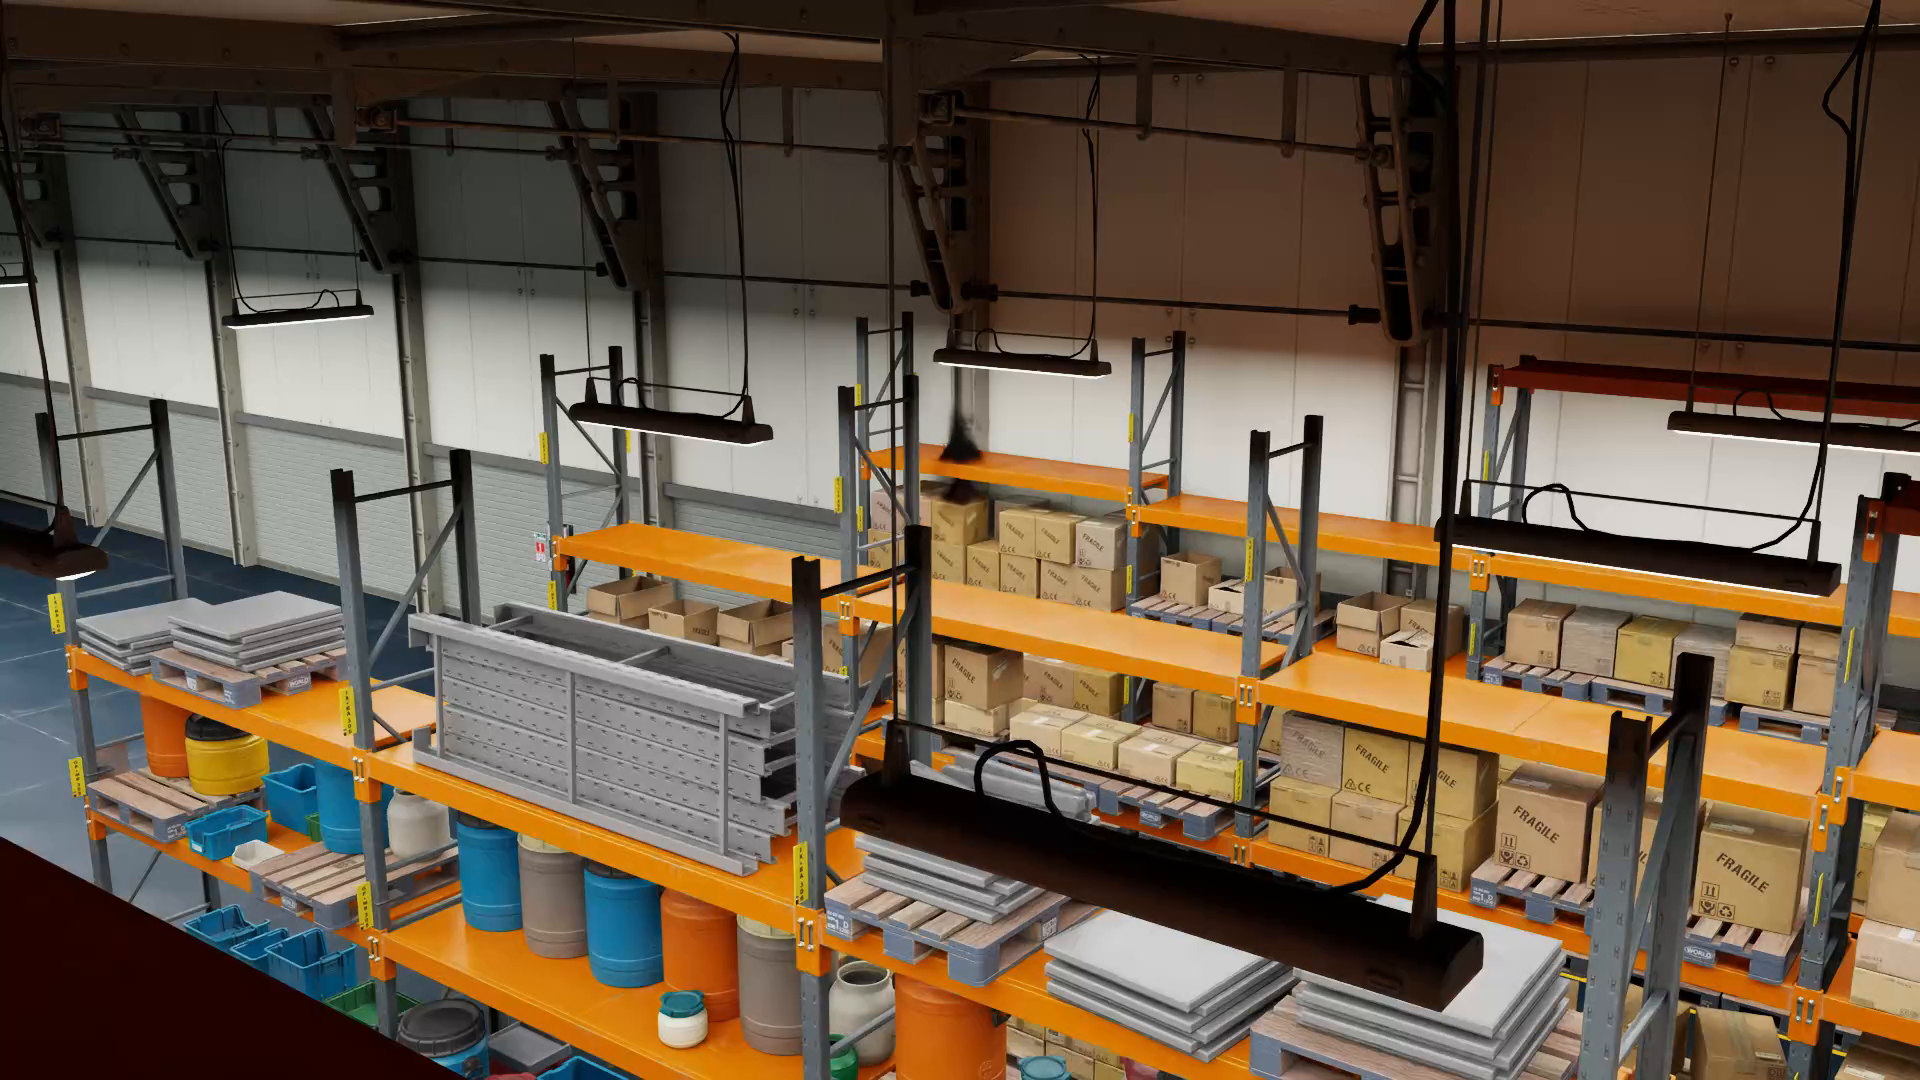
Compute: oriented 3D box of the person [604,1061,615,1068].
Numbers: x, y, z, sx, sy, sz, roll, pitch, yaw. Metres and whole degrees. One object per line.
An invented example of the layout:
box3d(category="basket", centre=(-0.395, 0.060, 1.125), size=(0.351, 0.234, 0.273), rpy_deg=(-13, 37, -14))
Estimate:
box3d(category="person", centre=(-2.725, 3.940, 14.628), size=(1.041, 1.716, 0.746), rpy_deg=(3, 13, 14))
